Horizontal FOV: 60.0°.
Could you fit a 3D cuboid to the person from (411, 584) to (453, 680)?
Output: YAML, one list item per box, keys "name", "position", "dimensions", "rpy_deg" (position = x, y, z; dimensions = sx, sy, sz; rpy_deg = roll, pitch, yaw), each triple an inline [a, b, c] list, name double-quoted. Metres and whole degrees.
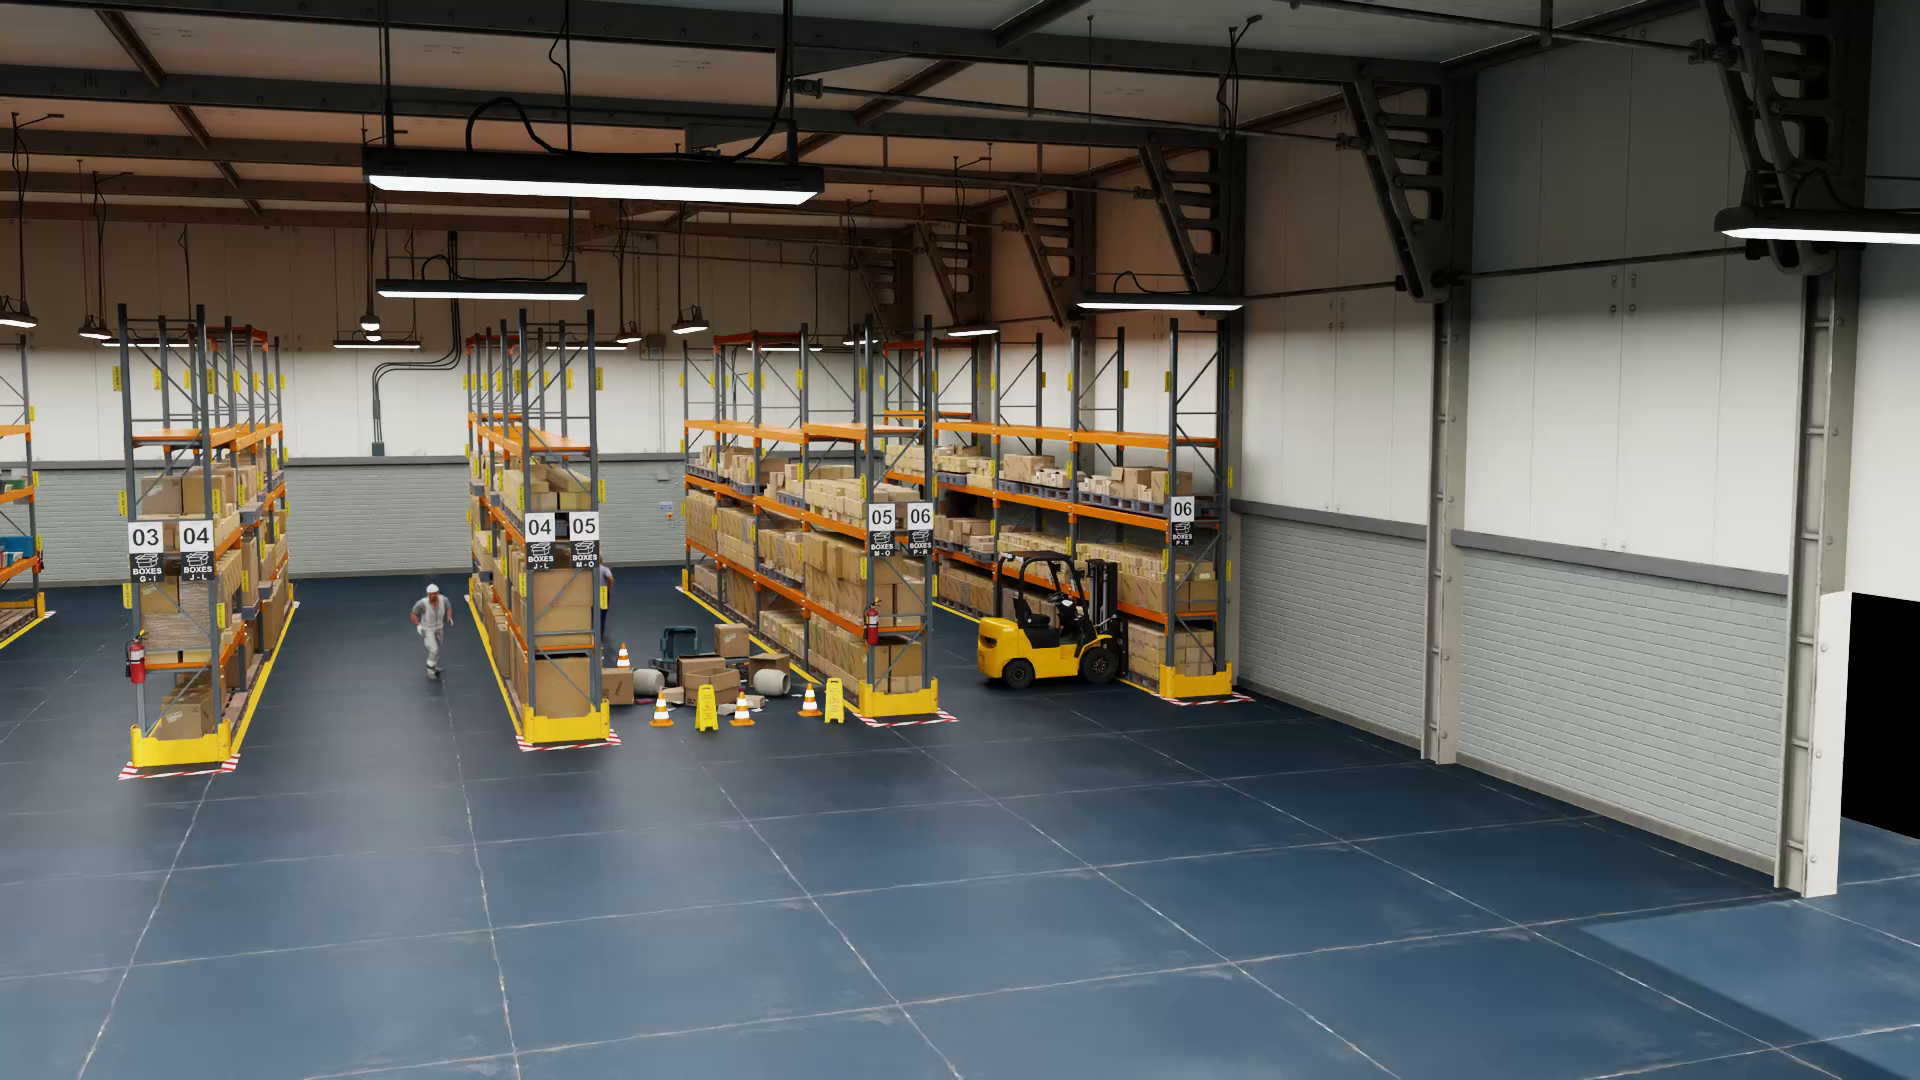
- name: "person"
  position: [-8.946, 1.530, 28.210]
  dimensions: [0.859, 1.654, 0.713]
  rpy_deg: [4, 7, 39]

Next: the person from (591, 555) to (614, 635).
- name: "person"
  position: [-7.090, 1.092, 32.582]
  dimensions: [0.597, 1.624, 0.808]
  rpy_deg: [-1, 6, -13]
